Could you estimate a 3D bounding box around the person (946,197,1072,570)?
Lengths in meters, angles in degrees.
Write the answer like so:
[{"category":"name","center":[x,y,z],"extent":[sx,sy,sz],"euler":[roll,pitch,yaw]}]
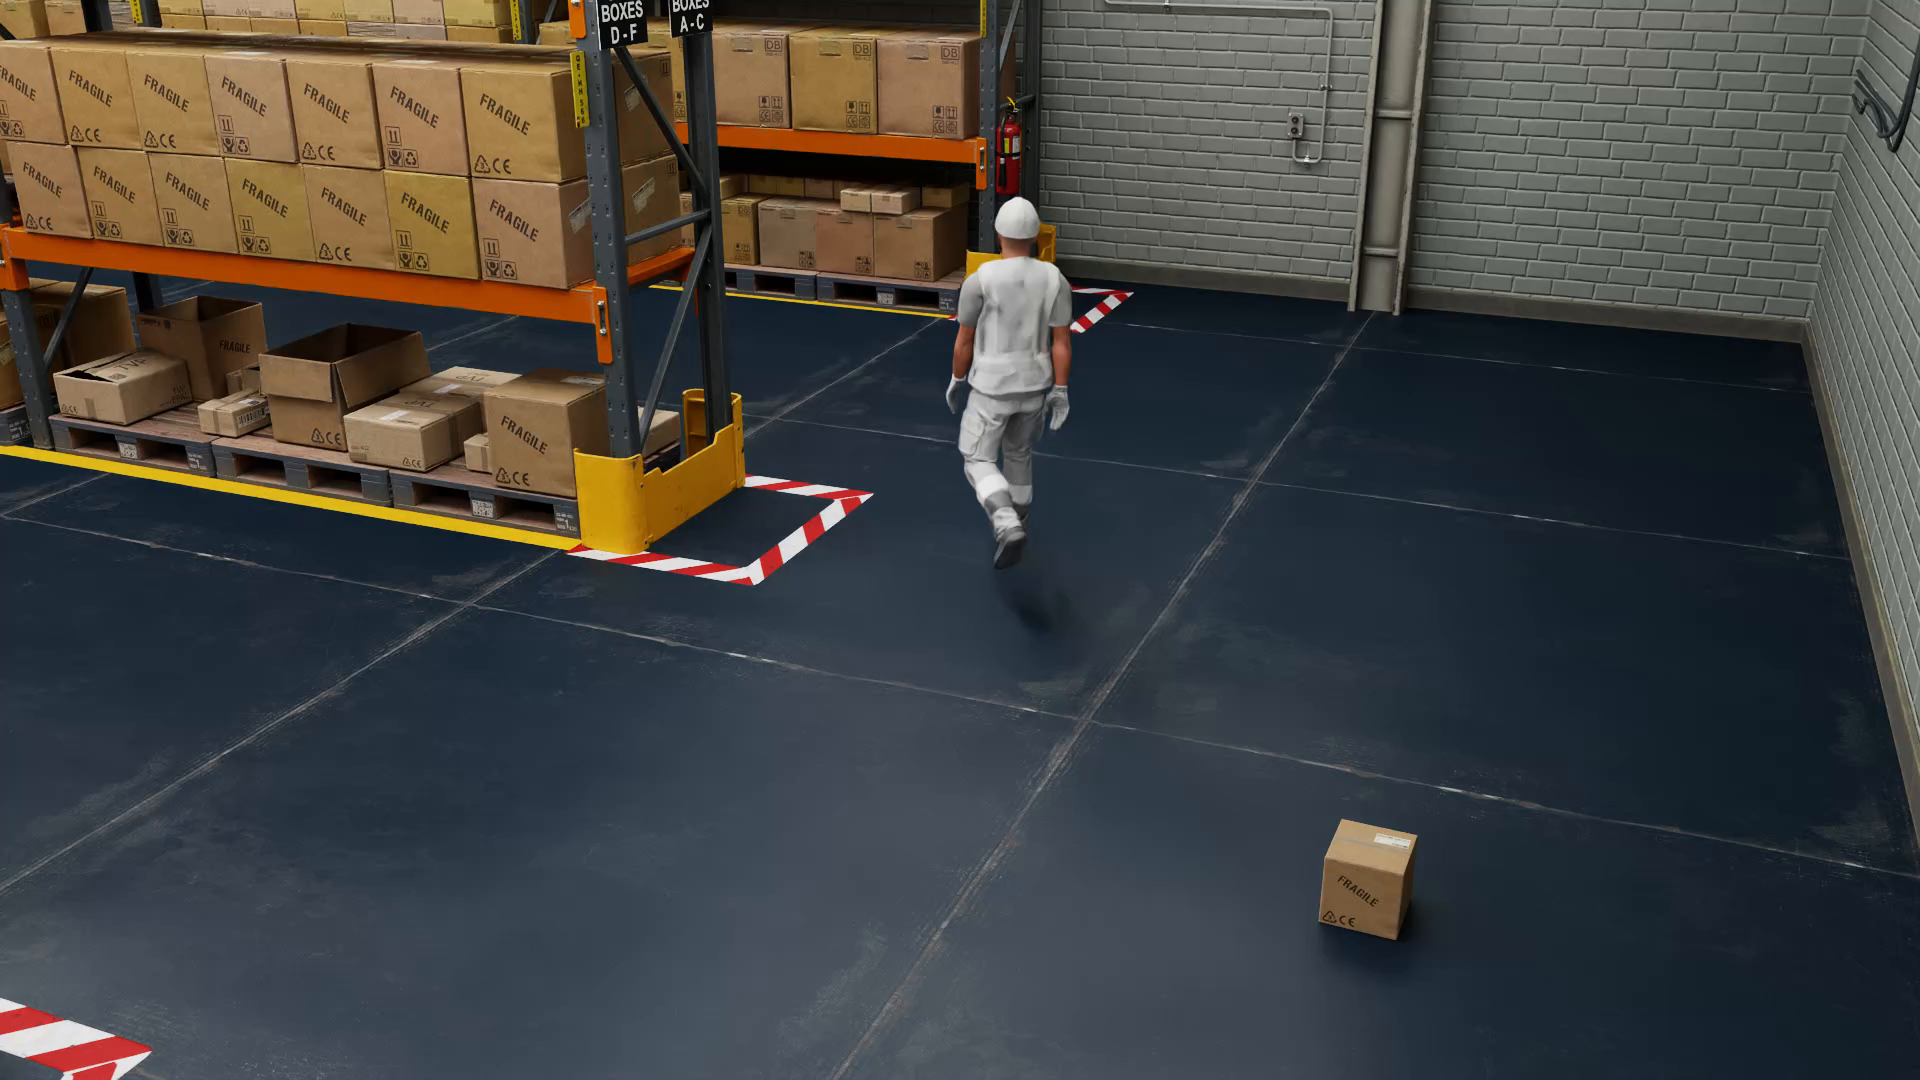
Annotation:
[{"category":"person","center":[0.240,-0.703,7.742],"extent":[0.548,1.767,0.798],"euler":[-6,23,-15]}]
